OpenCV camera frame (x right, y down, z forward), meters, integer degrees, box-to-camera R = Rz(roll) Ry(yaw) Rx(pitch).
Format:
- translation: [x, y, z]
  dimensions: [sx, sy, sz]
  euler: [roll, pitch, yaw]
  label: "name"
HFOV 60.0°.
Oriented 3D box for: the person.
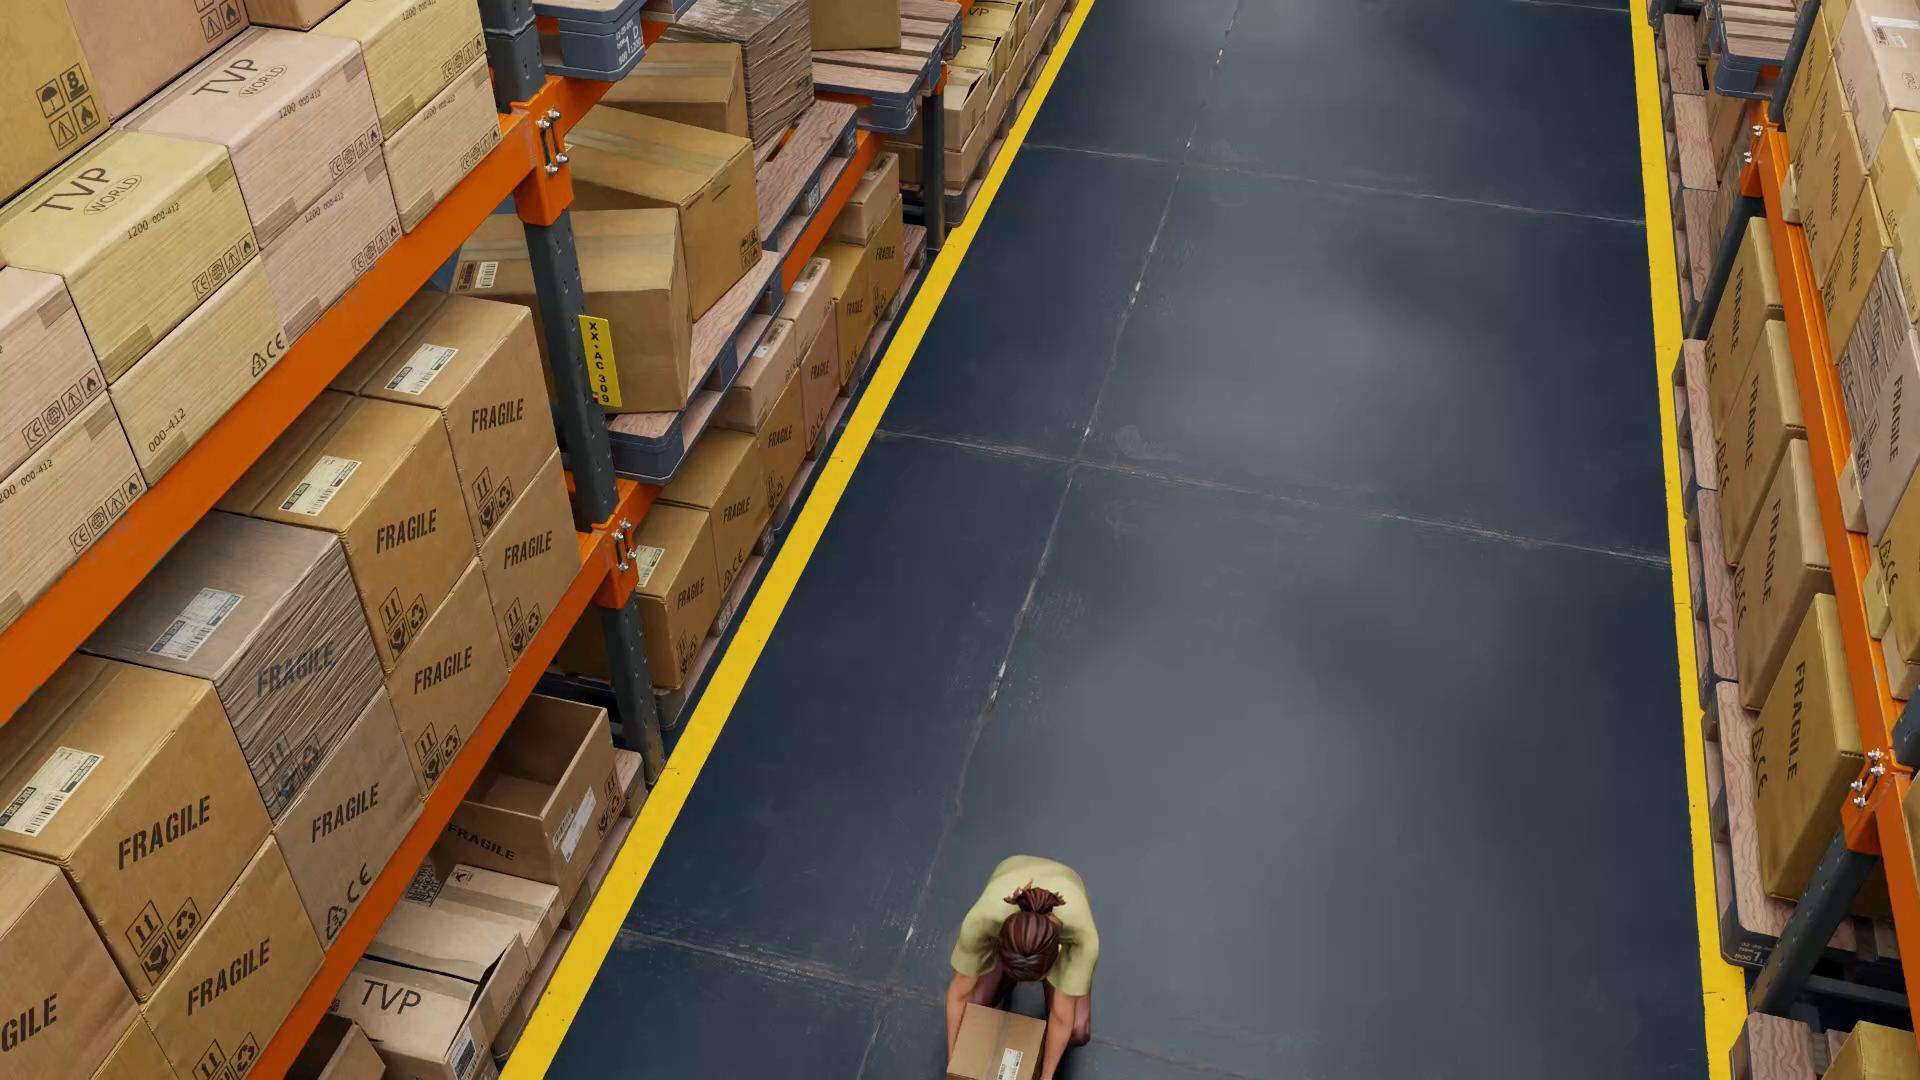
- translation: [0.208, 1.314, 5.223]
  dimensions: [0.473, 0.940, 0.803]
  euler: [10, 42, 11]
  label: "person"
